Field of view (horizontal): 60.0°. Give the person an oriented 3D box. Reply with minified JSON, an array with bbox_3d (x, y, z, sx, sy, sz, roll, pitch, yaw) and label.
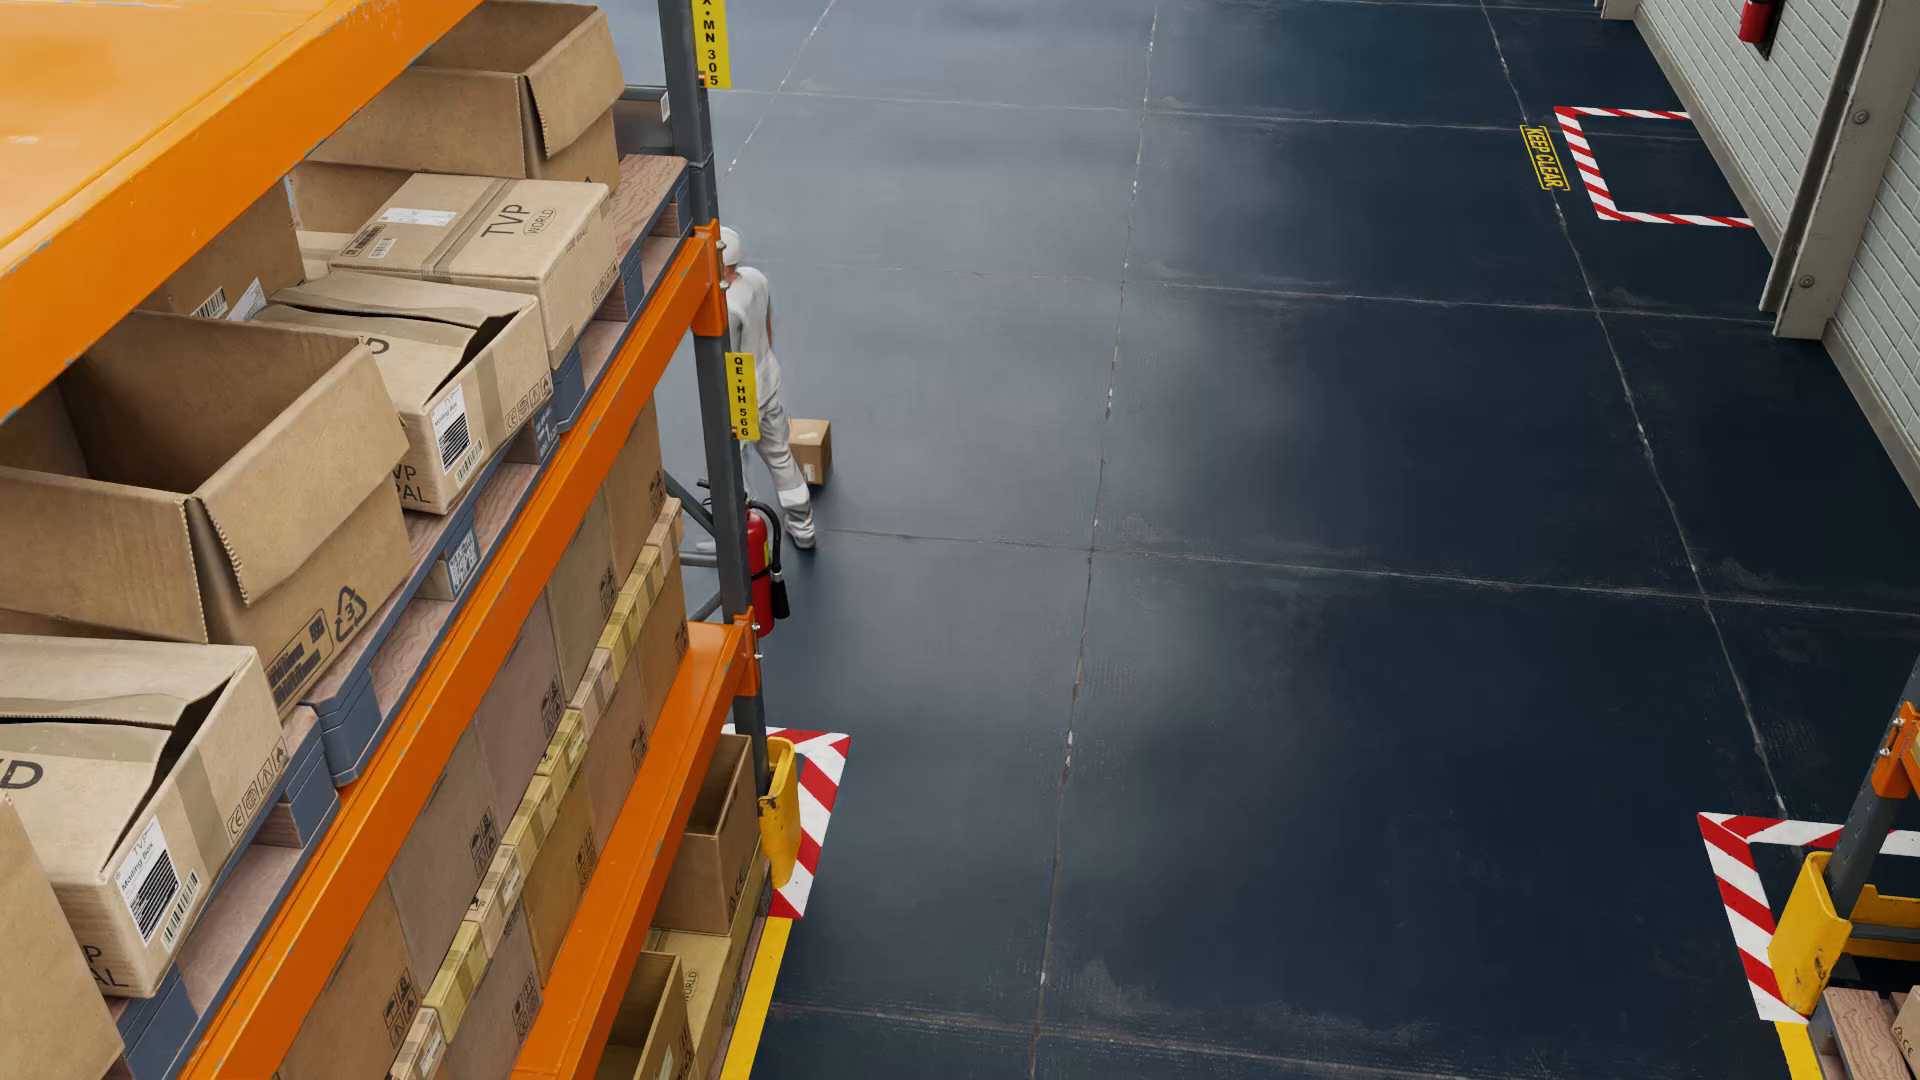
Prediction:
[{"bbox_3d":[-1.029,-0.681,7.965,0.564,1.788,0.570,12,38,16],"label":"person"}]
